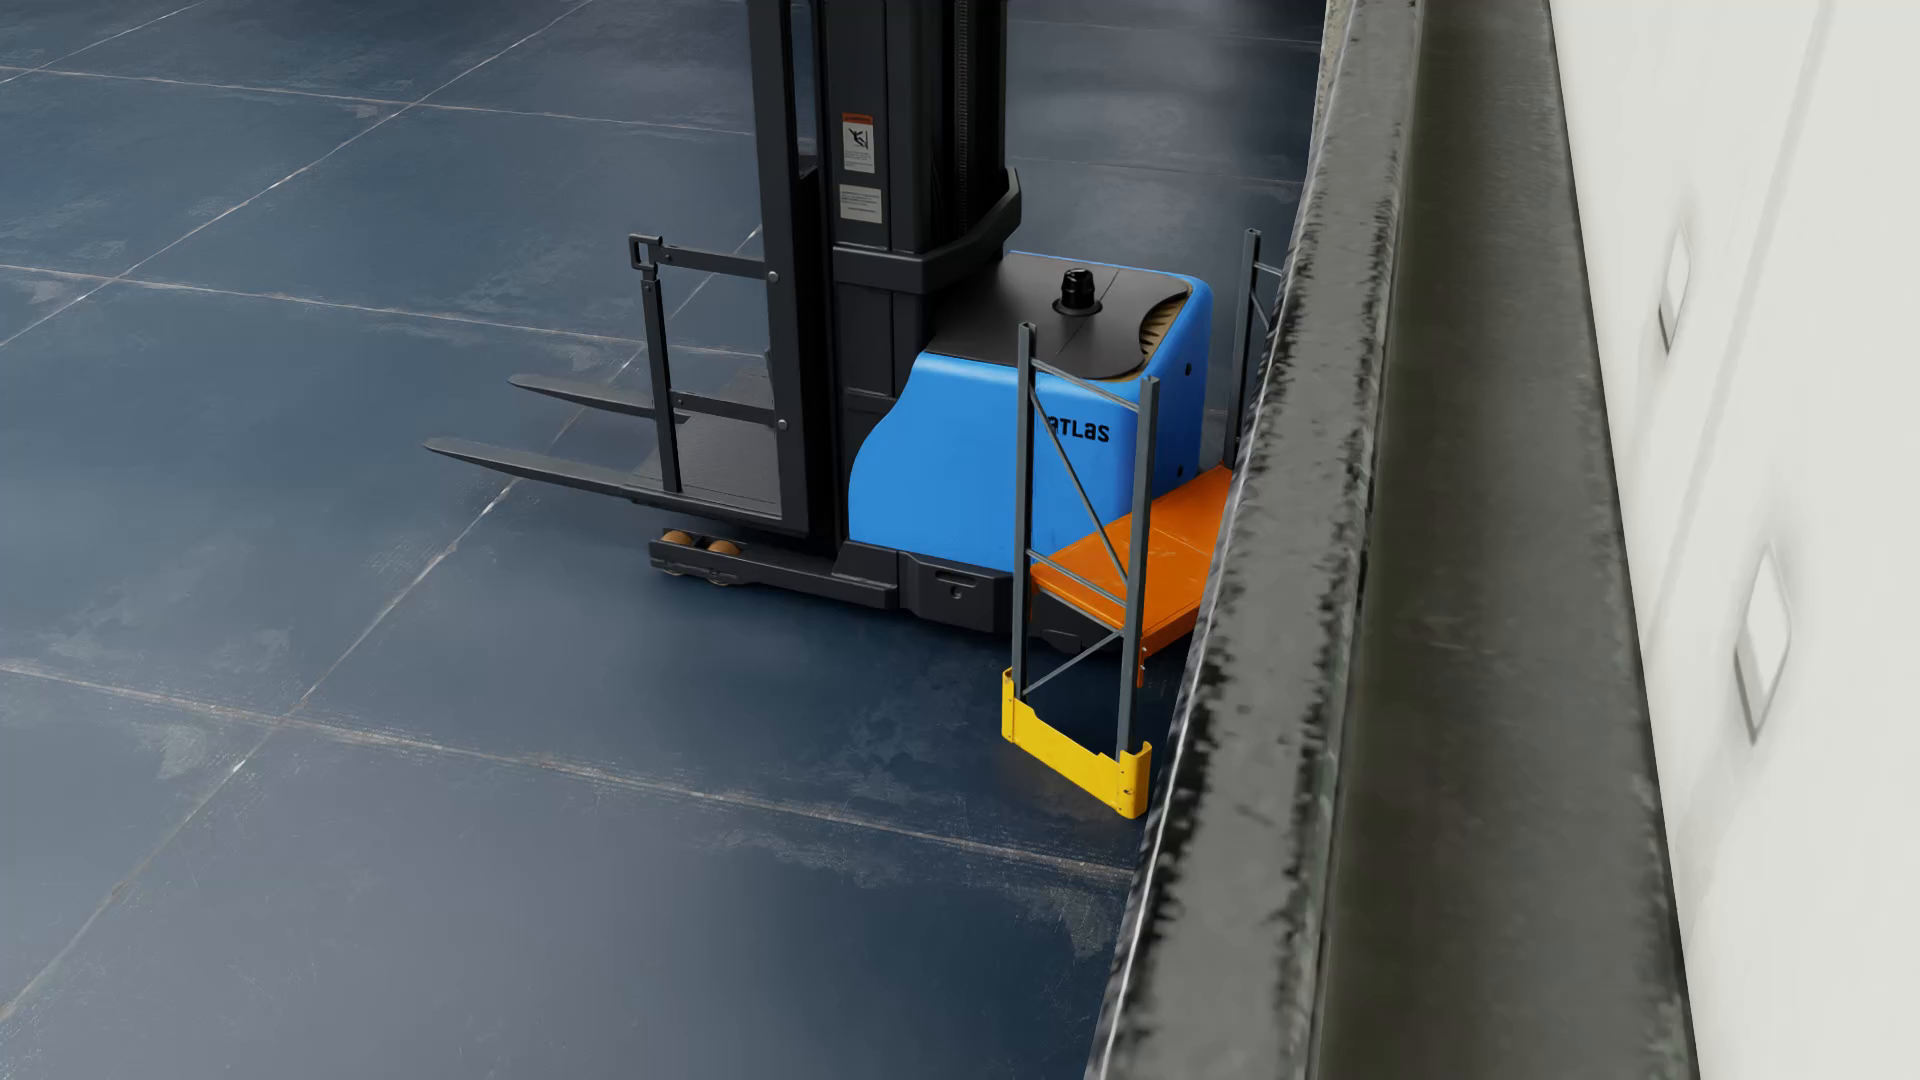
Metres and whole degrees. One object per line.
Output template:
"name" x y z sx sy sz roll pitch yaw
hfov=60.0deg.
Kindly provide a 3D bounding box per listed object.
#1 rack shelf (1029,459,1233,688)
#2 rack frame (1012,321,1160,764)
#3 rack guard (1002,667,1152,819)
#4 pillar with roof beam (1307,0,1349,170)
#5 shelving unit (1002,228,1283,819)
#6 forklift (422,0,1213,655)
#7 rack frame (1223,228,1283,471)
"rack shelf" 0.718 0.081 5.340 1.000 0.185 0.538 -27 41 -35
"rack frame" 0.348 0.116 4.949 0.032 1.500 0.500 -27 41 -35
"rack guard" 0.362 0.637 5.296 0.087 0.250 0.587 -27 41 -35
"pillar with roof beam" -3.228 -3.330 3.381 9.100 9.000 0.400 8 33 12
"shelving unit" 0.725 -0.074 5.249 1.083 1.500 0.587 -27 41 -35
"forklift" -0.641 -1.317 5.870 3.031 2.935 1.130 11 34 17
"rack frame" 1.088 -0.258 5.538 0.032 1.500 0.500 -27 41 -35
